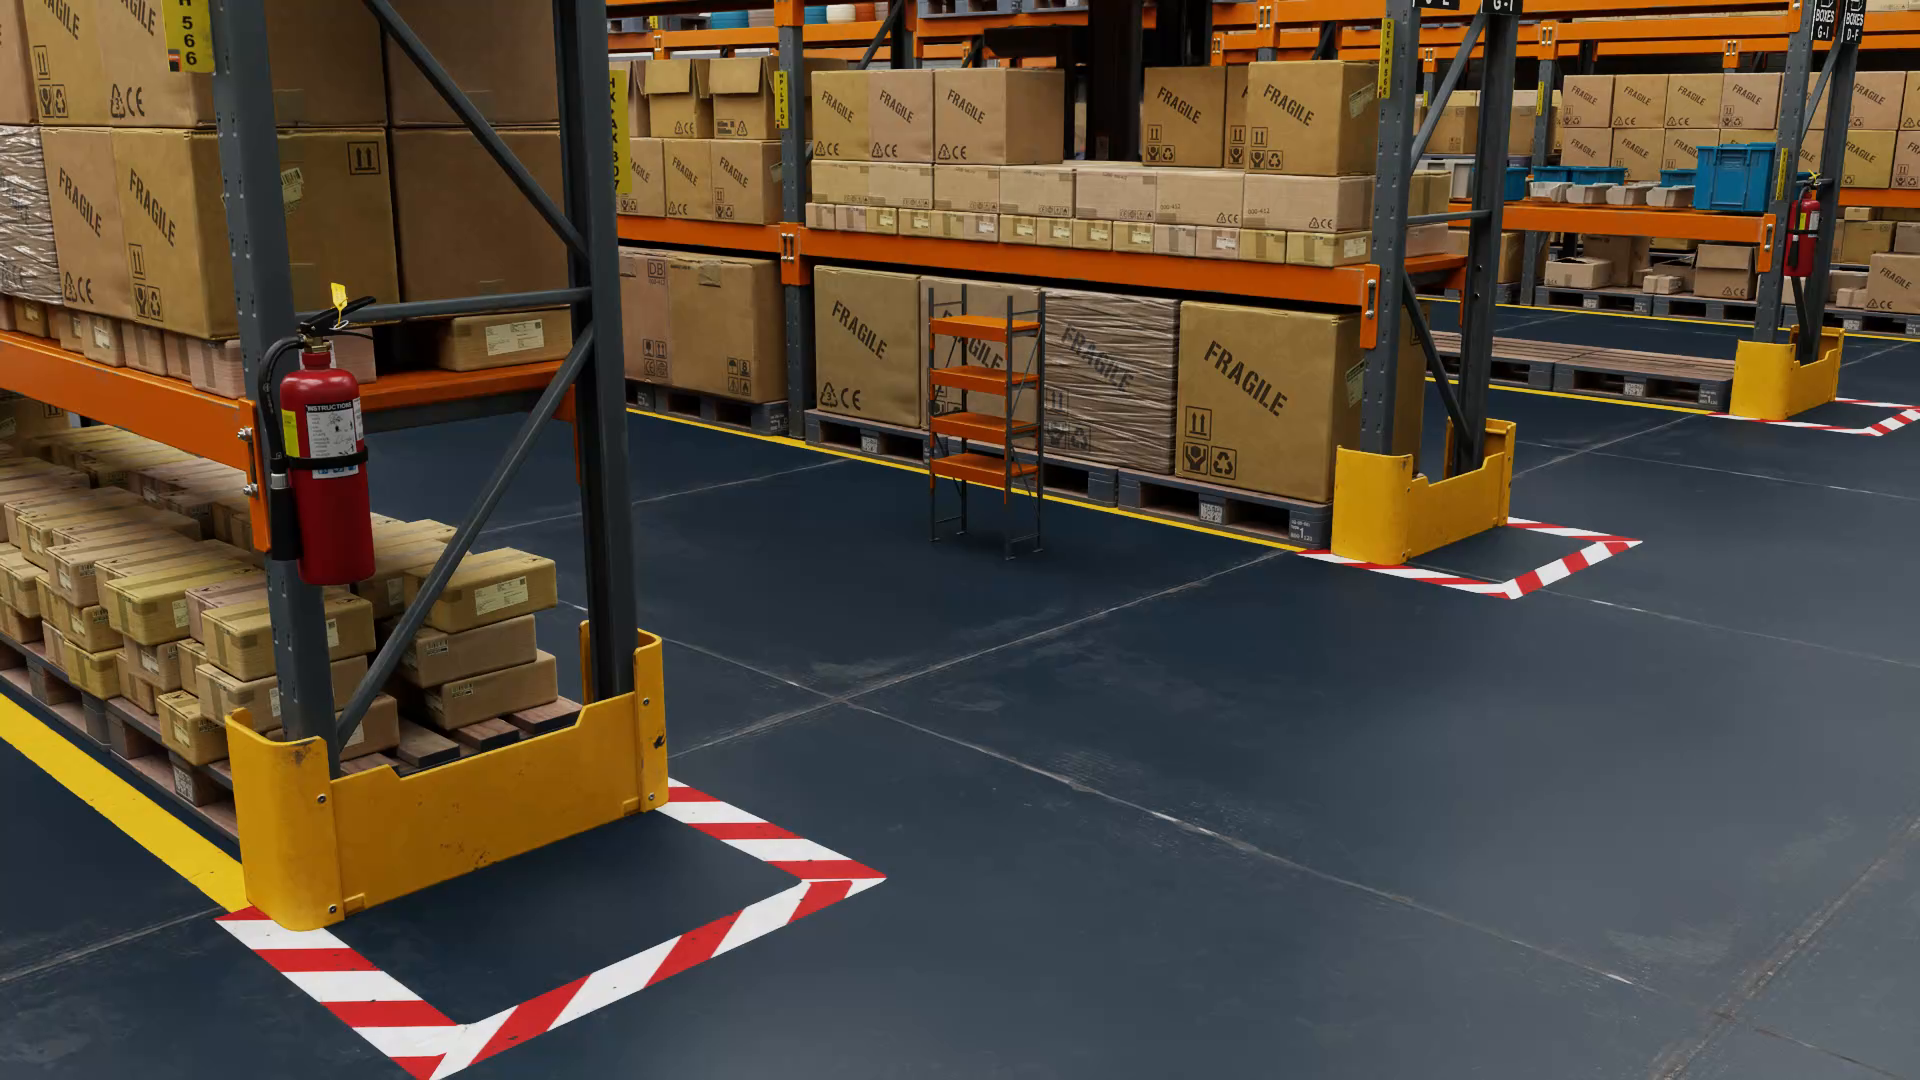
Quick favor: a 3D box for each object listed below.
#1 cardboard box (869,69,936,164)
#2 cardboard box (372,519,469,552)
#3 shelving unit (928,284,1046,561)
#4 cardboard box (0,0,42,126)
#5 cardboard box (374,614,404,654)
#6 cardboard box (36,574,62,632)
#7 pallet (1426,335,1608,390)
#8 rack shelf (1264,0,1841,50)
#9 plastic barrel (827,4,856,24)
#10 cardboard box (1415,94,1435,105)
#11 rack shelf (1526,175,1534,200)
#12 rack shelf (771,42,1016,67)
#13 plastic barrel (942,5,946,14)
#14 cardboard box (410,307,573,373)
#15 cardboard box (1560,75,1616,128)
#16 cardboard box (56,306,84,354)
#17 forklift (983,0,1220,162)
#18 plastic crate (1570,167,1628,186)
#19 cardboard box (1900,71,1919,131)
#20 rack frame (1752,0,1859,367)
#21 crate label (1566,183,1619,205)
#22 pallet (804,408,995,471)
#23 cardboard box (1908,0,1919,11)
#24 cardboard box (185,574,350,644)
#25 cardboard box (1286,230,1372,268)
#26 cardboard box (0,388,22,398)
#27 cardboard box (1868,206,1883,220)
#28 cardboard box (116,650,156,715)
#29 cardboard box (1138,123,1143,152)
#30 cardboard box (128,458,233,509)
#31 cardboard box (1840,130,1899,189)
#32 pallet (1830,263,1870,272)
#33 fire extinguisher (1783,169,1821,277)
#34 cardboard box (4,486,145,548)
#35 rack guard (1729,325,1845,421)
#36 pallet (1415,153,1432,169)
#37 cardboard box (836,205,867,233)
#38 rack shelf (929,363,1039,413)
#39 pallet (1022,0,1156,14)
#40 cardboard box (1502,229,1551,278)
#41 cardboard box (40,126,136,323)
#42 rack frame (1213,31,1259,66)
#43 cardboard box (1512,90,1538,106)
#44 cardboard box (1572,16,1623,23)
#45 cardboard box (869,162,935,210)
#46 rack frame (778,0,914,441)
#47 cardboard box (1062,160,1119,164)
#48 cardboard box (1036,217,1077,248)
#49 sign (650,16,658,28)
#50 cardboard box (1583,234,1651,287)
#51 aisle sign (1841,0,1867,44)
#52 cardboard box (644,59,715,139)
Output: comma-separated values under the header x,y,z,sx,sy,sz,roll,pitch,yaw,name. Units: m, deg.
x,y,z,sx,sy,sz,roll,pitch,yaw,name
-0.162,-2.385,9.357,0.500,0.500,0.500,14,20,42,cardboard box
-1.830,0.055,5.412,0.250,0.149,0.380,14,20,42,cardboard box
0.119,-0.552,7.670,0.503,1.200,0.258,14,20,42,shelving unit
-2.562,-1.475,4.874,0.500,0.500,0.500,-13,20,-41,cardboard box
-1.671,0.250,5.256,0.250,0.149,0.380,14,20,42,cardboard box
-2.821,0.179,5.529,0.380,0.149,0.250,-13,20,-41,cardboard box
4.198,-1.383,12.822,1.213,0.211,1.003,14,20,42,pallet
4.199,-3.821,12.126,4.000,0.370,1.077,14,20,42,rack shelf
-1.198,-5.333,16.774,0.301,0.262,0.301,0,15,0,plastic barrel
6.487,-6.196,23.406,0.250,0.149,0.380,11,18,35,cardboard box
4.760,-3.968,18.639,4.000,0.370,1.077,14,20,42,rack shelf
-0.999,-6.820,23.634,4.000,0.370,1.077,14,20,42,rack shelf
-0.131,-5.383,16.473,0.421,0.512,0.421,0,15,0,plastic barrel
-1.320,-0.581,4.710,0.250,0.149,0.380,13,20,42,cardboard box
6.344,-4.365,16.554,0.500,0.500,0.500,-14,20,-43,cardboard box
-2.458,-0.654,4.990,0.250,0.149,0.380,13,19,40,cardboard box
0.839,-2.363,11.189,3.031,2.935,1.130,14,20,43,forklift
4.742,-2.649,12.363,0.300,0.233,0.416,14,20,42,plastic crate
8.568,-3.826,14.487,0.500,0.500,0.500,13,20,42,cardboard box
5.639,-2.368,11.070,0.127,3.000,1.000,14,20,42,rack frame
4.510,-2.477,11.892,0.243,0.136,0.396,14,20,42,crate label
-0.185,-0.672,10.093,1.213,0.211,1.003,14,20,42,pallet
8.527,-4.687,14.320,0.500,0.250,0.500,14,20,42,cardboard box
-2.013,0.201,4.852,0.380,0.149,0.250,-14,20,-43,cardboard box
1.716,-1.350,7.661,0.380,0.149,0.250,-14,20,-43,cardboard box
-4.543,-0.820,7.767,0.500,0.250,0.500,13,19,40,cardboard box
10.889,-3.903,19.801,0.250,0.149,0.380,14,20,43,cardboard box
-2.411,0.407,5.244,0.250,0.149,0.380,14,20,43,cardboard box
2.101,-5.005,20.995,0.500,0.500,0.500,12,19,39,cardboard box
-2.970,-0.213,6.441,0.250,0.149,0.380,12,19,40,cardboard box
8.192,-3.434,14.963,0.500,0.500,0.500,14,20,43,cardboard box
11.011,-3.156,19.625,1.213,0.211,1.003,14,20,42,pallet
5.432,-2.041,10.709,0.183,0.674,0.296,14,20,42,fire extinguisher
-3.133,-0.072,5.901,0.250,0.149,0.380,13,19,40,cardboard box
5.665,-1.156,11.378,0.348,0.500,1.175,14,20,42,rack guard
4.724,-4.234,18.613,1.213,0.211,1.003,14,20,42,pallet
-0.507,-1.889,9.731,0.250,0.149,0.380,13,19,40,cardboard box
0.119,-0.703,7.630,0.480,0.148,0.258,14,20,42,rack shelf
1.309,-4.745,14.621,1.213,0.211,1.003,14,20,42,pallet
6.021,-3.098,17.959,0.500,0.500,0.500,13,19,40,cardboard box
-2.184,-0.901,4.655,0.500,0.500,0.500,13,20,41,cardboard box
3.321,-4.666,19.892,0.127,3.000,1.000,14,20,42,rack frame
7.654,-5.824,22.020,0.500,0.250,0.500,14,20,43,cardboard box
6.378,-5.215,16.347,0.500,0.250,0.500,14,20,42,cardboard box
-0.168,-2.022,9.452,0.500,0.250,0.500,14,20,42,cardboard box
-0.679,-2.169,10.307,0.127,3.000,1.000,14,20,42,rack frame
0.563,-2.031,9.486,0.500,0.250,0.500,-14,20,-43,cardboard box
0.616,-1.617,8.688,0.380,0.149,0.250,-14,20,-43,cardboard box
-3.389,-5.826,18.375,0.005,0.325,0.100,14,20,42,sign
6.807,-2.921,17.280,0.500,0.500,0.500,14,20,42,cardboard box
5.897,-3.667,10.901,0.004,0.787,0.394,14,20,42,aisle sign
-1.630,-2.935,11.060,0.637,0.503,0.797,14,20,43,cardboard box
